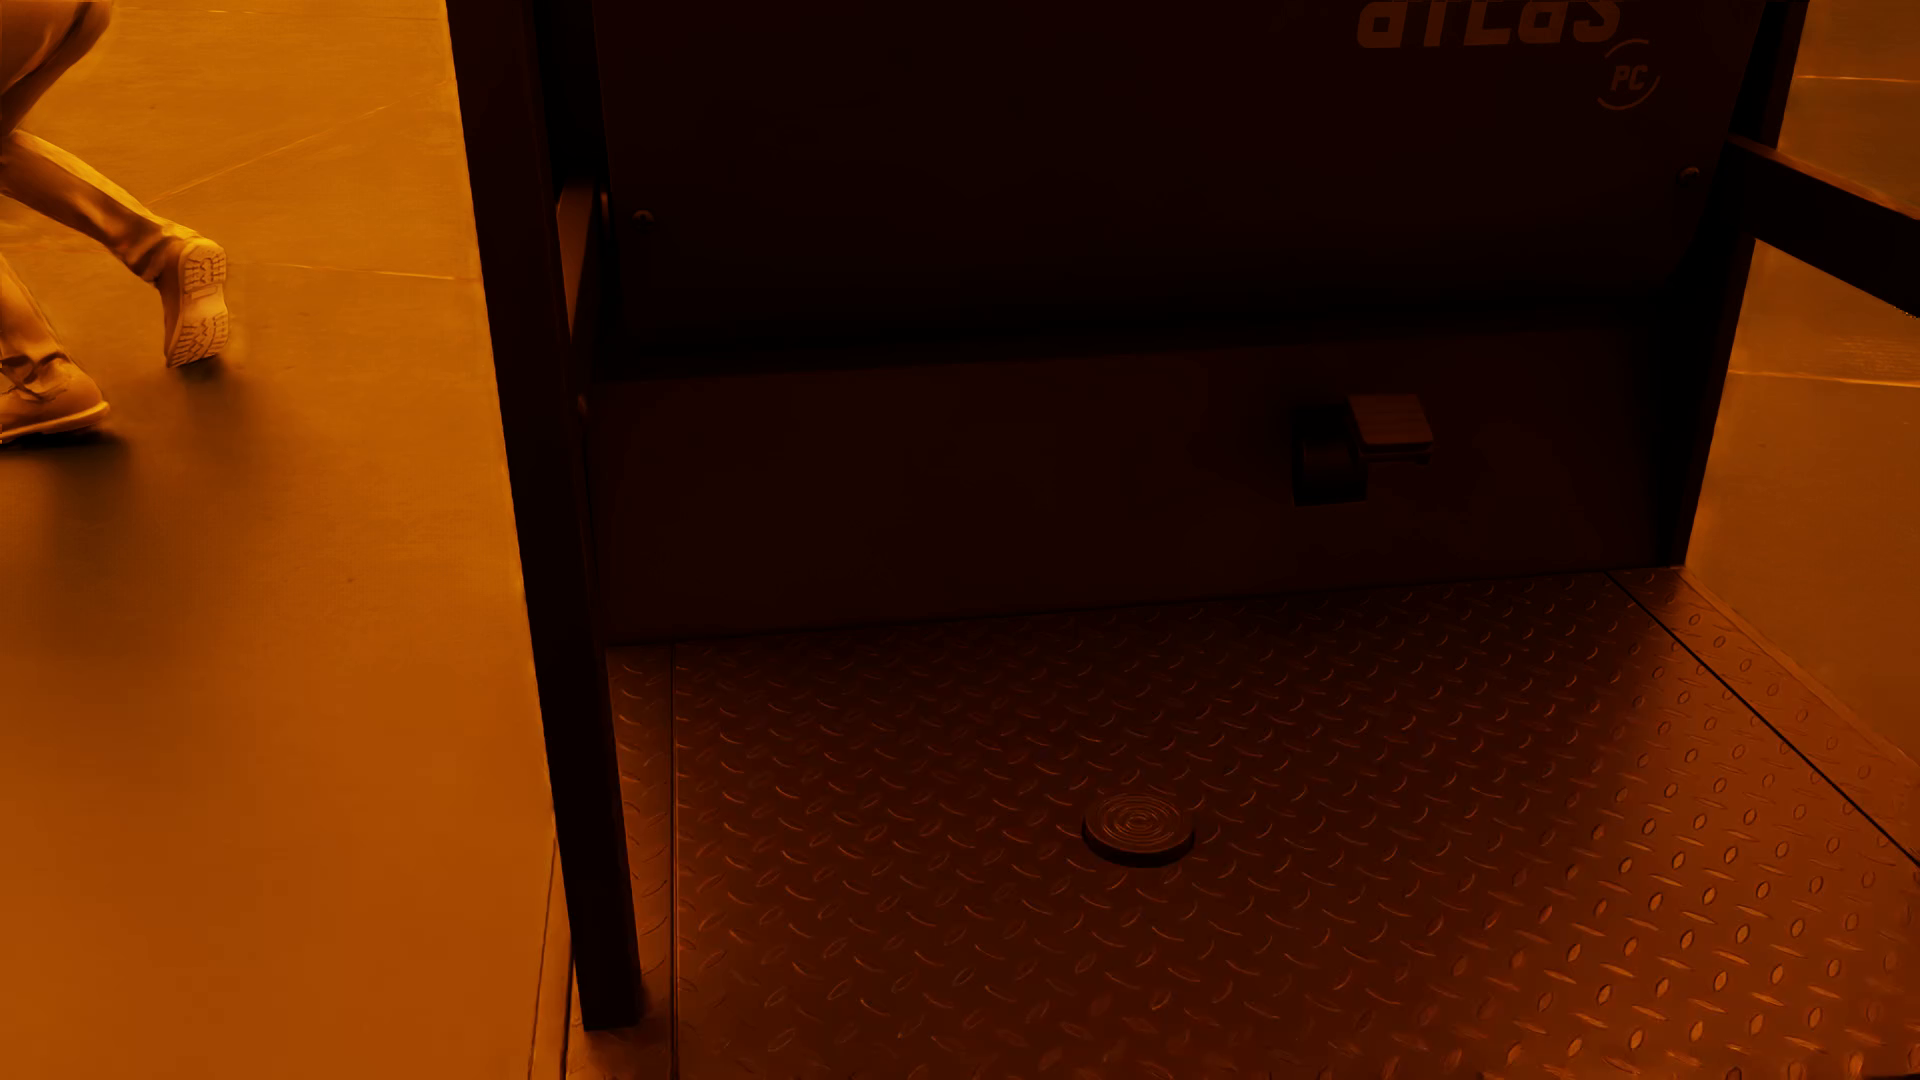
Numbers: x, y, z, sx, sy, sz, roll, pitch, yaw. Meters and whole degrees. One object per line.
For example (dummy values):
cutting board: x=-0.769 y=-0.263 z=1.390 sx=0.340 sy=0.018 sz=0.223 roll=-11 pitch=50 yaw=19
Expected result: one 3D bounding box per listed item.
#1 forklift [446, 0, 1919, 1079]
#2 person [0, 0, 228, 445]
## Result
forklift: x=0.217 y=-0.835 z=0.901 sx=1.130 sy=2.935 sz=3.031 roll=-4 pitch=27 yaw=-8
person: x=-1.628 y=-0.927 z=2.737 sx=0.523 sy=1.509 sz=0.893 roll=-1 pitch=27 yaw=-3
